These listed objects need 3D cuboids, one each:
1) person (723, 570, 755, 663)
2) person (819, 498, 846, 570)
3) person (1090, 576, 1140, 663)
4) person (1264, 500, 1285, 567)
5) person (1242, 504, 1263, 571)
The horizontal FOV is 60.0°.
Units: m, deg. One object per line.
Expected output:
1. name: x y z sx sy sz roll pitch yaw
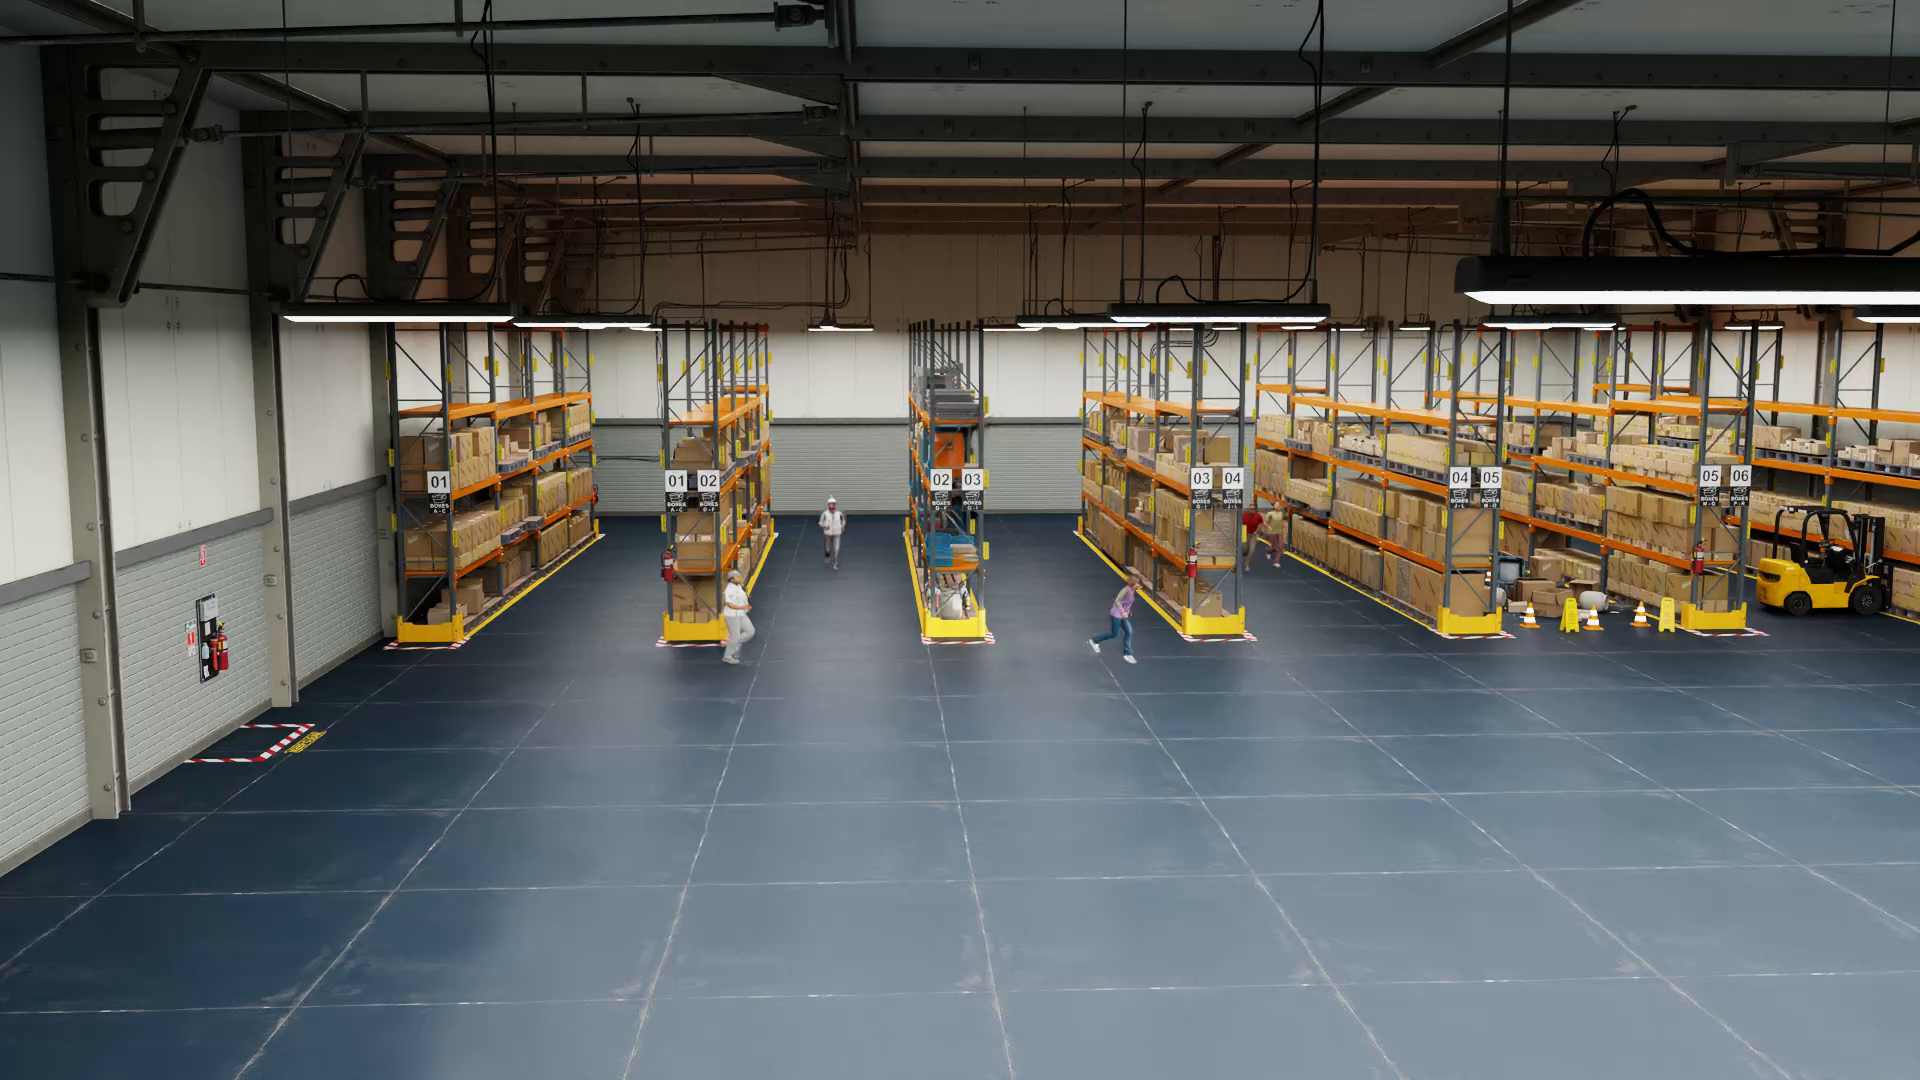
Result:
1. person: -3.869 1.334 29.026 0.577 1.629 0.592 2 7 19
2. person: -3.109 -0.155 40.672 0.669 1.733 0.760 -1 7 -11
3. person: 2.723 1.374 29.296 0.899 1.549 0.560 3 8 21
4. person: 7.820 -0.168 41.219 0.581 1.639 0.722 -2 7 -13
5. person: 7.032 -0.071 40.493 0.658 1.664 0.766 -1 7 -6
